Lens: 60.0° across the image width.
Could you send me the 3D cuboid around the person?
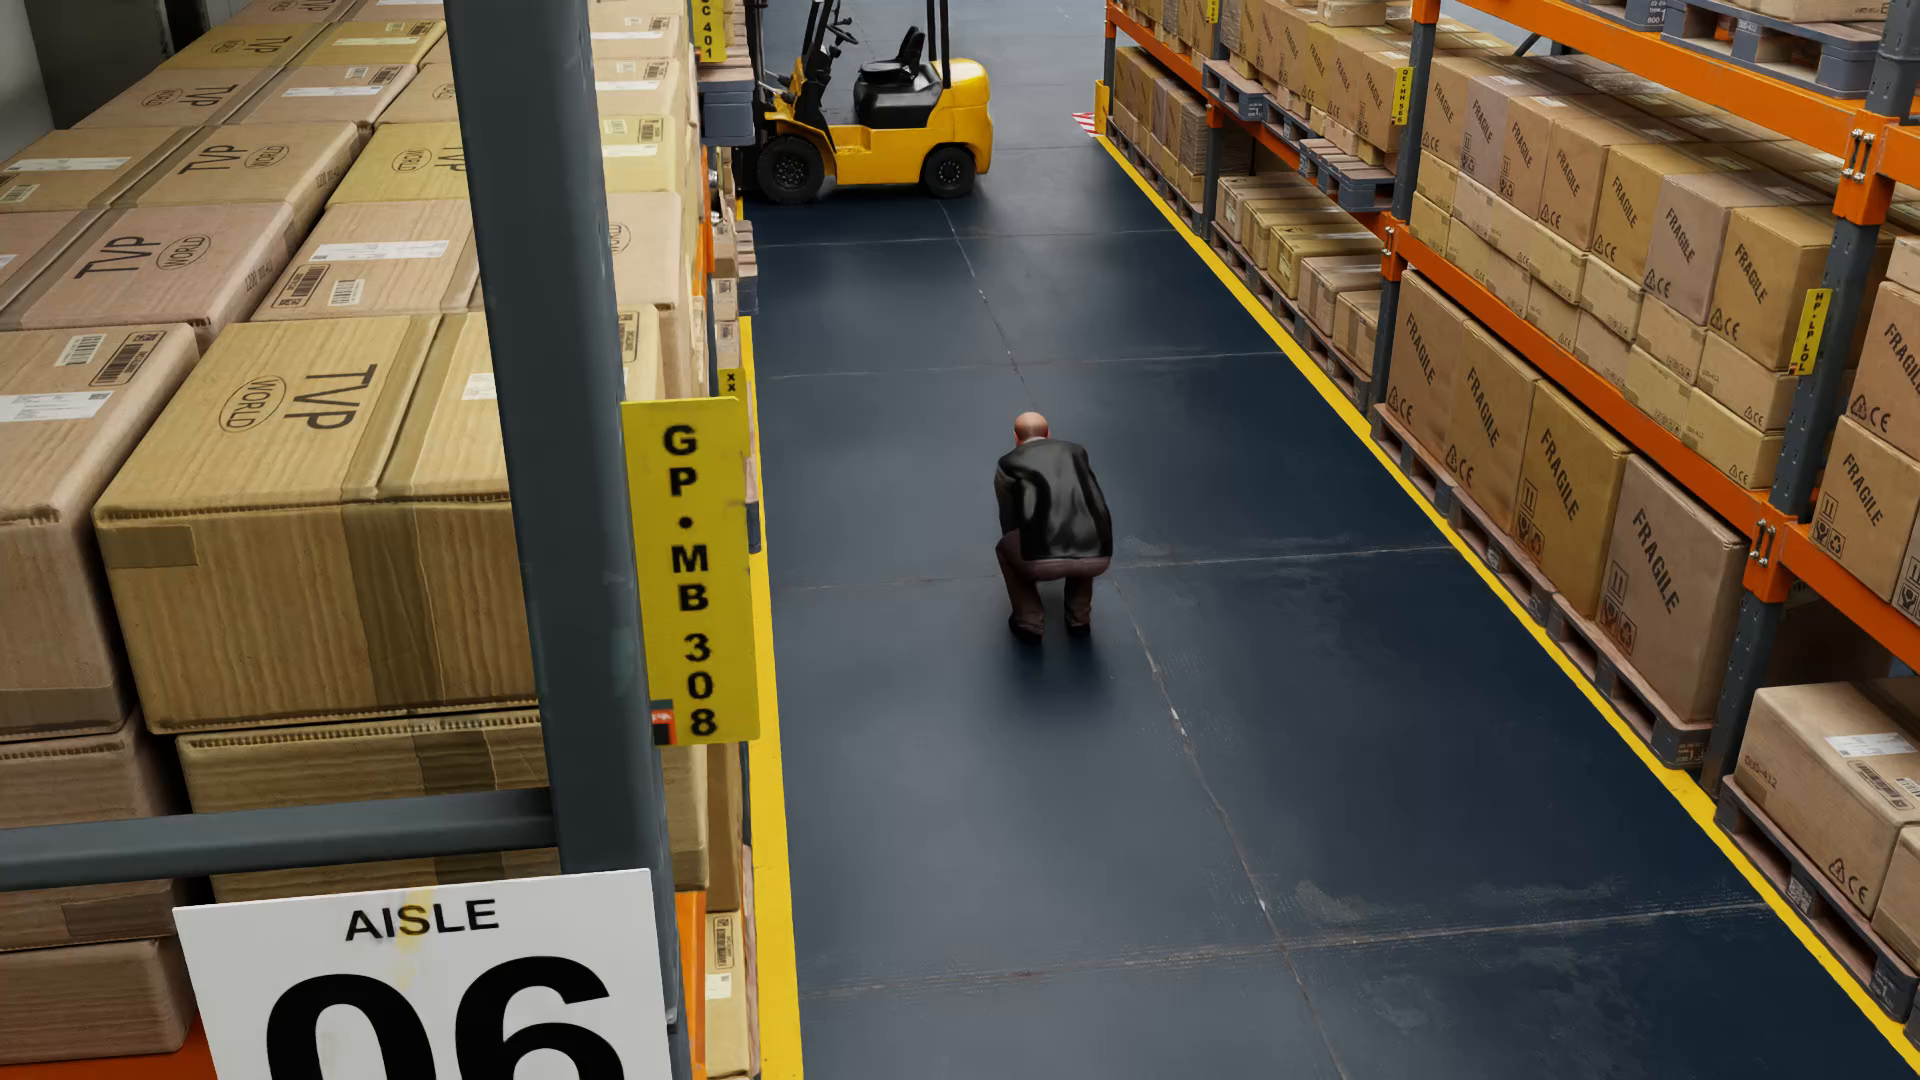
[{"bbox_3d":[0.435,-0.034,8.061,0.501,0.963,0.868,-4,27,-8],"label":"person"}]
